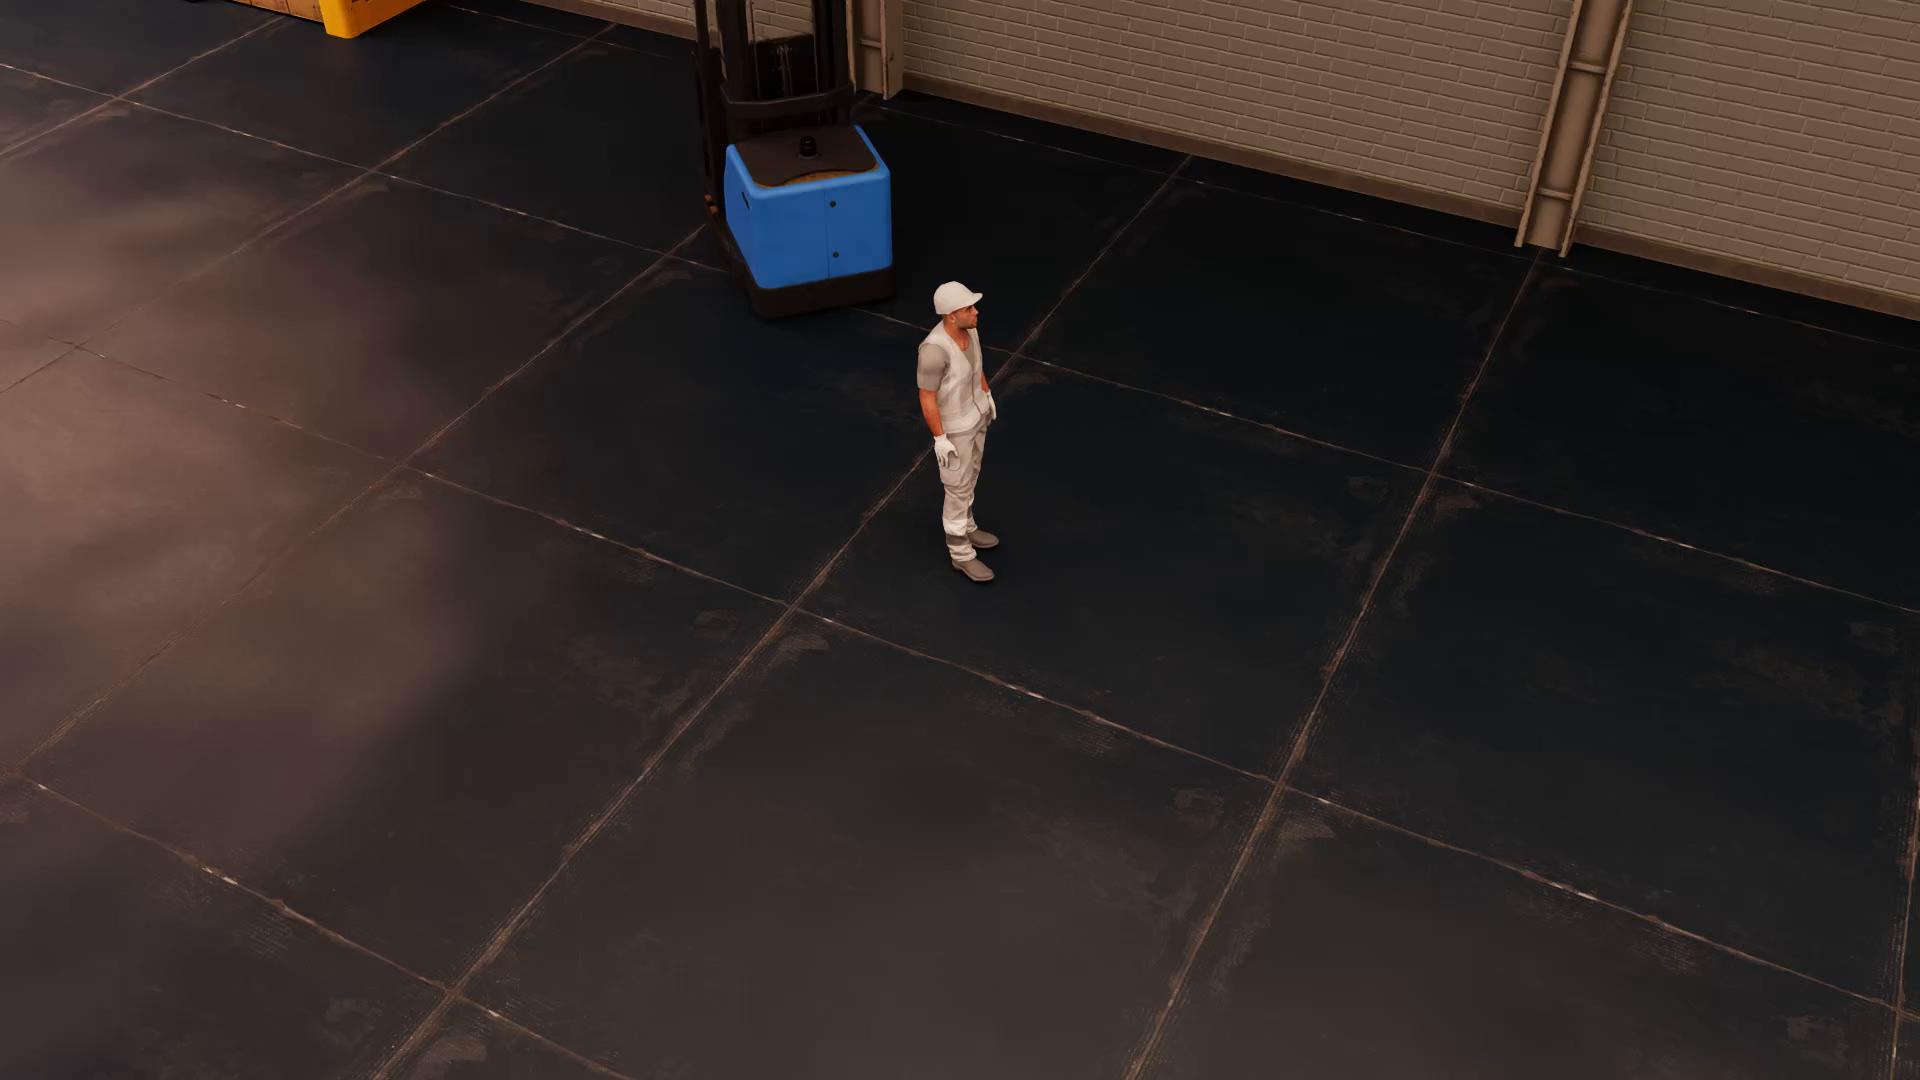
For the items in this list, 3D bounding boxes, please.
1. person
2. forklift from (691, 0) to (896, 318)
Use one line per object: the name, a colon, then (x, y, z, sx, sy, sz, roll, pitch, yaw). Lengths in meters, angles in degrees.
person: (0.067, -0.659, 9.645, 0.562, 1.789, 0.638, 18, 43, 21)
forklift: (-1.441, -3.688, 12.365, 1.130, 2.935, 3.031, -13, 42, -15)
